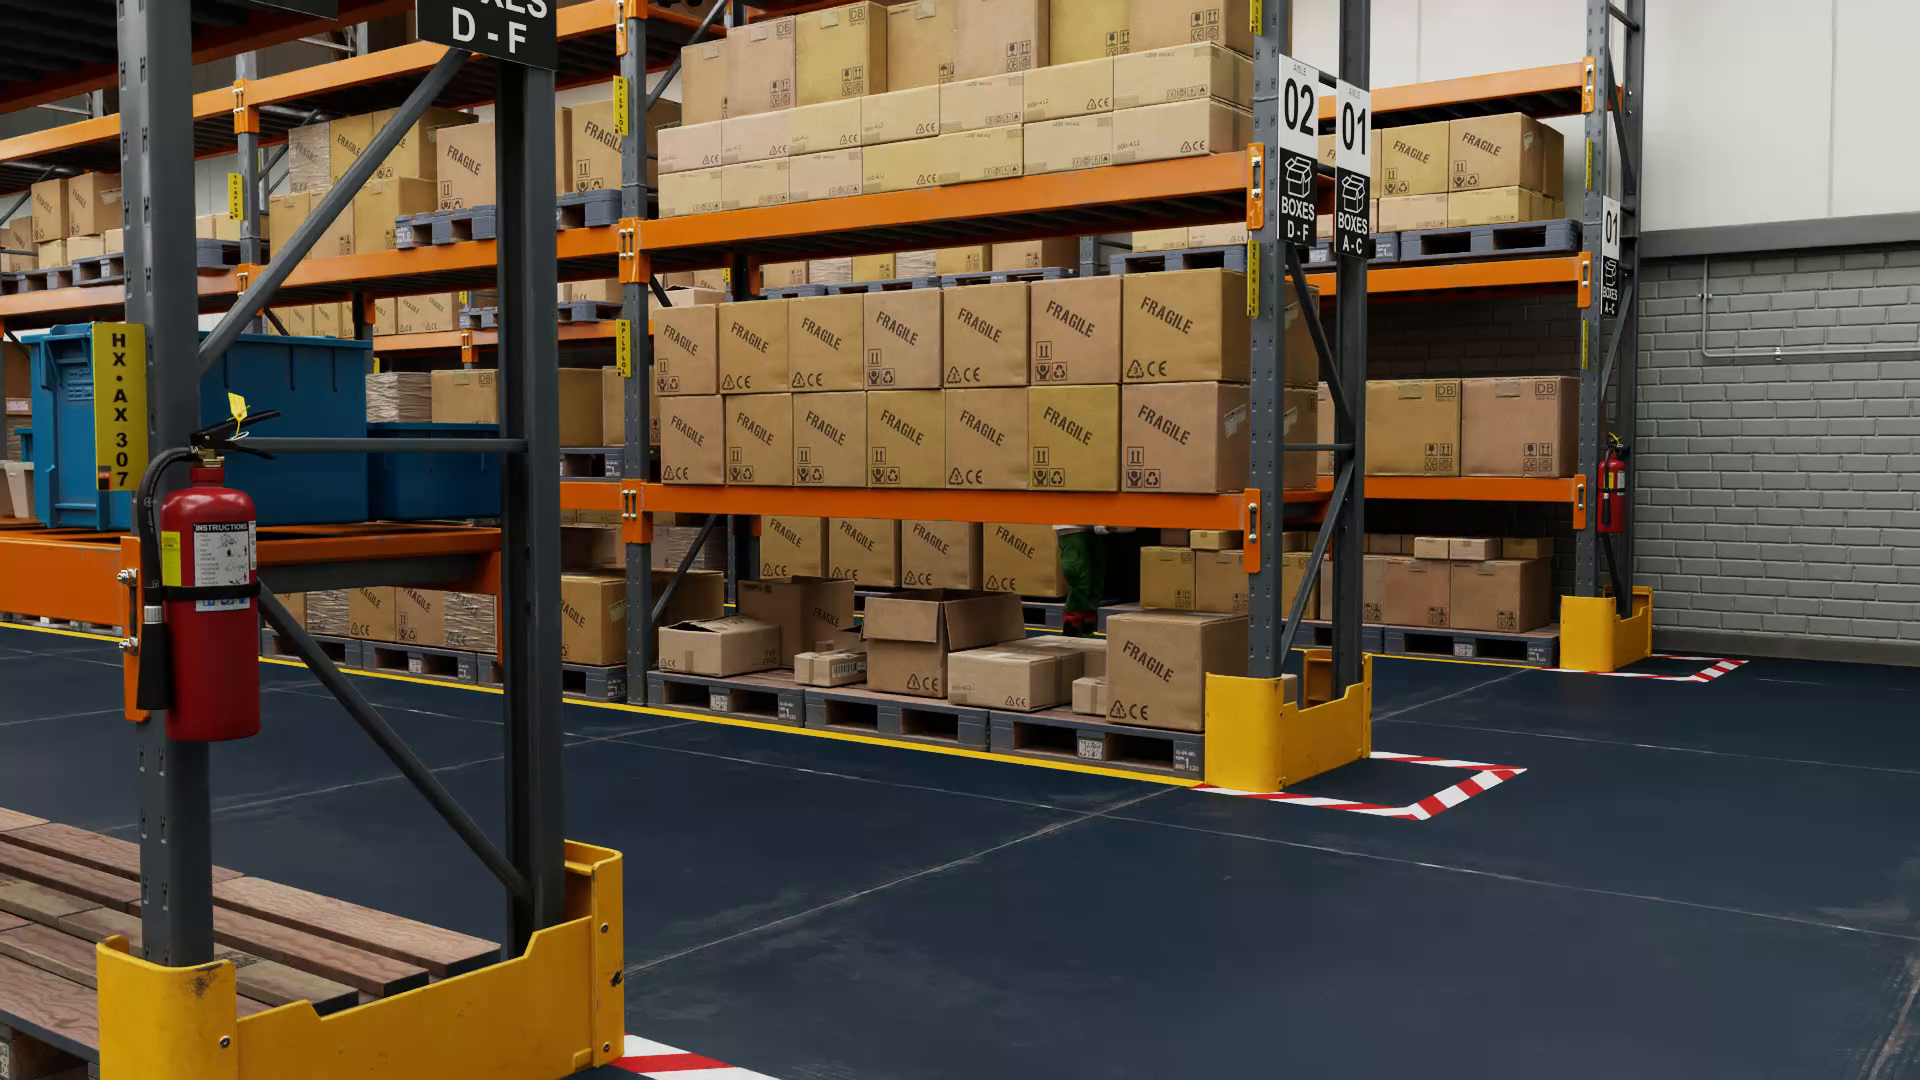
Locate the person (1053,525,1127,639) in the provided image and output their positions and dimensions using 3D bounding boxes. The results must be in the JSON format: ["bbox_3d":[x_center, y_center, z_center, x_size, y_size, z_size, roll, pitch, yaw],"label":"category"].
[{"bbox_3d":[0.945,-0.035,11.825,0.570,1.782,0.493,2,4,37],"label":"person"}]
